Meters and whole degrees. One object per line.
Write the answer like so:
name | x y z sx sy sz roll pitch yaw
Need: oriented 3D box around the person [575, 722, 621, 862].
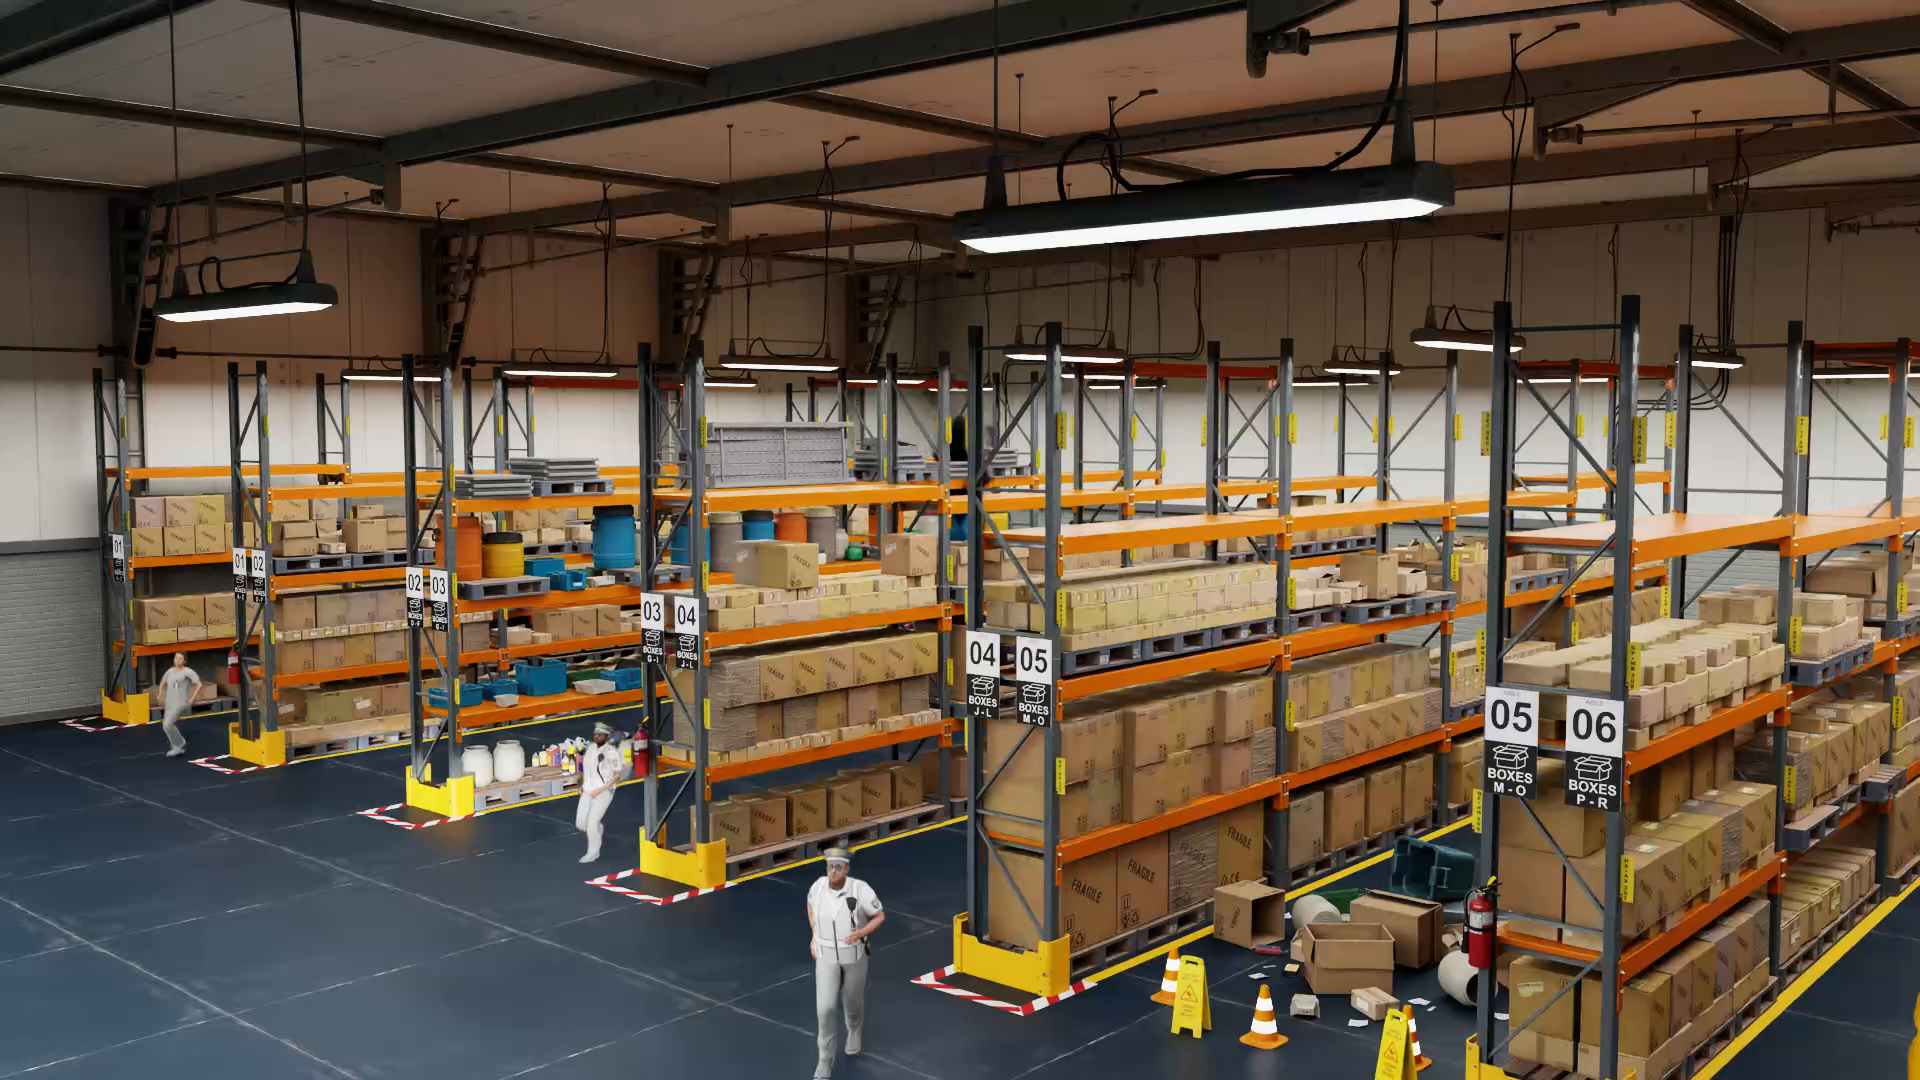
person | -4.193 2.936 19.393 0.571 1.674 0.535 2 5 25

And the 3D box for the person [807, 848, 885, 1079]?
person | -0.911 3.312 13.212 0.651 1.838 0.821 0 4 4

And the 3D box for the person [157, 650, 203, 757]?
person | -11.876 2.490 25.226 0.635 1.632 0.565 1 4 16
